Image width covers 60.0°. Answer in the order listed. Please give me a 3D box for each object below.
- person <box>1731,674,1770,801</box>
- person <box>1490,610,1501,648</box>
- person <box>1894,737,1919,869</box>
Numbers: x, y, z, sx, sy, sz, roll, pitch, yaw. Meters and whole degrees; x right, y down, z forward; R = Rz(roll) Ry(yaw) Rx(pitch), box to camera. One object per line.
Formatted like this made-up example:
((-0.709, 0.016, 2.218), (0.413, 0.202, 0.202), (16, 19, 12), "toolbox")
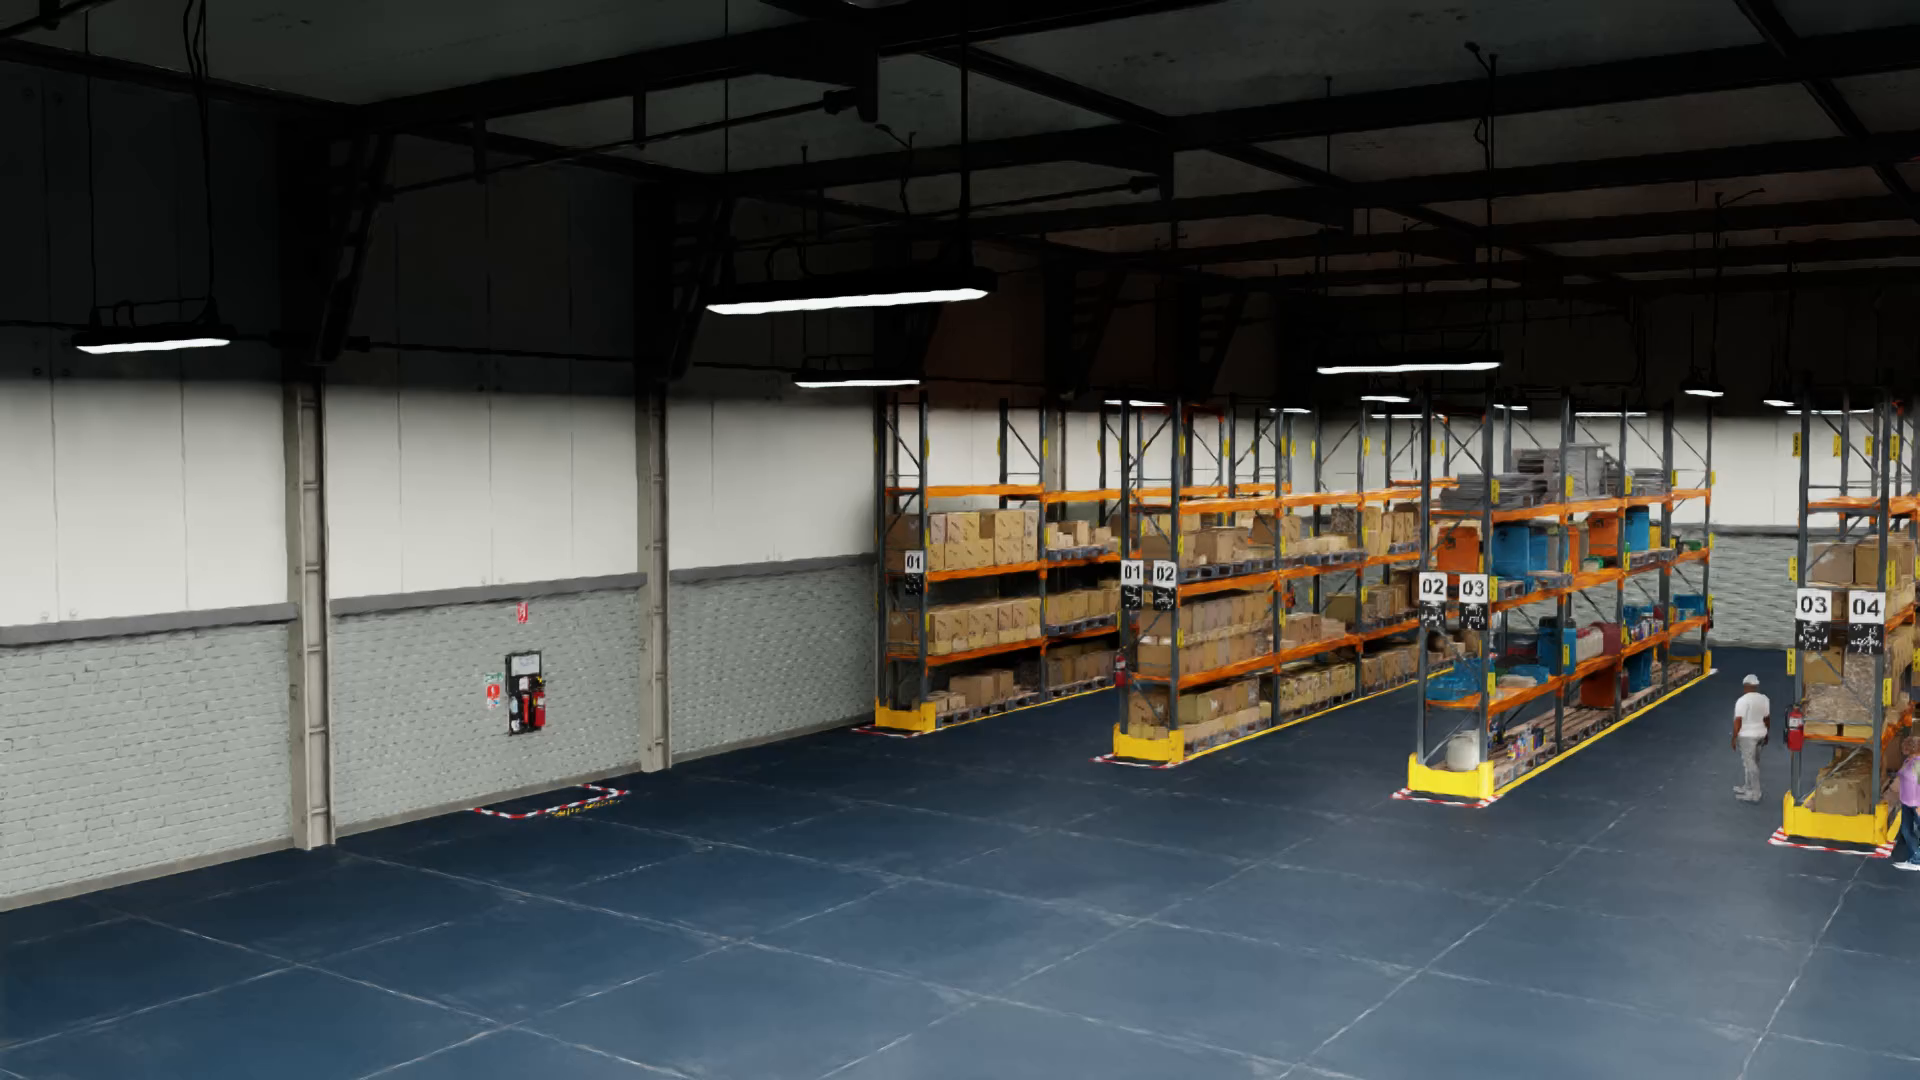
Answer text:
((11.253, 2.787, 23.726), (0.679, 1.763, 0.585), (-2, 4, -29), "person")
((13.254, 1.811, 41.614), (0.601, 1.777, 0.569), (0, 3, -1), "person")
((11.375, 3.128, 19.665), (0.491, 1.580, 0.515), (0, 3, 8), "person")
